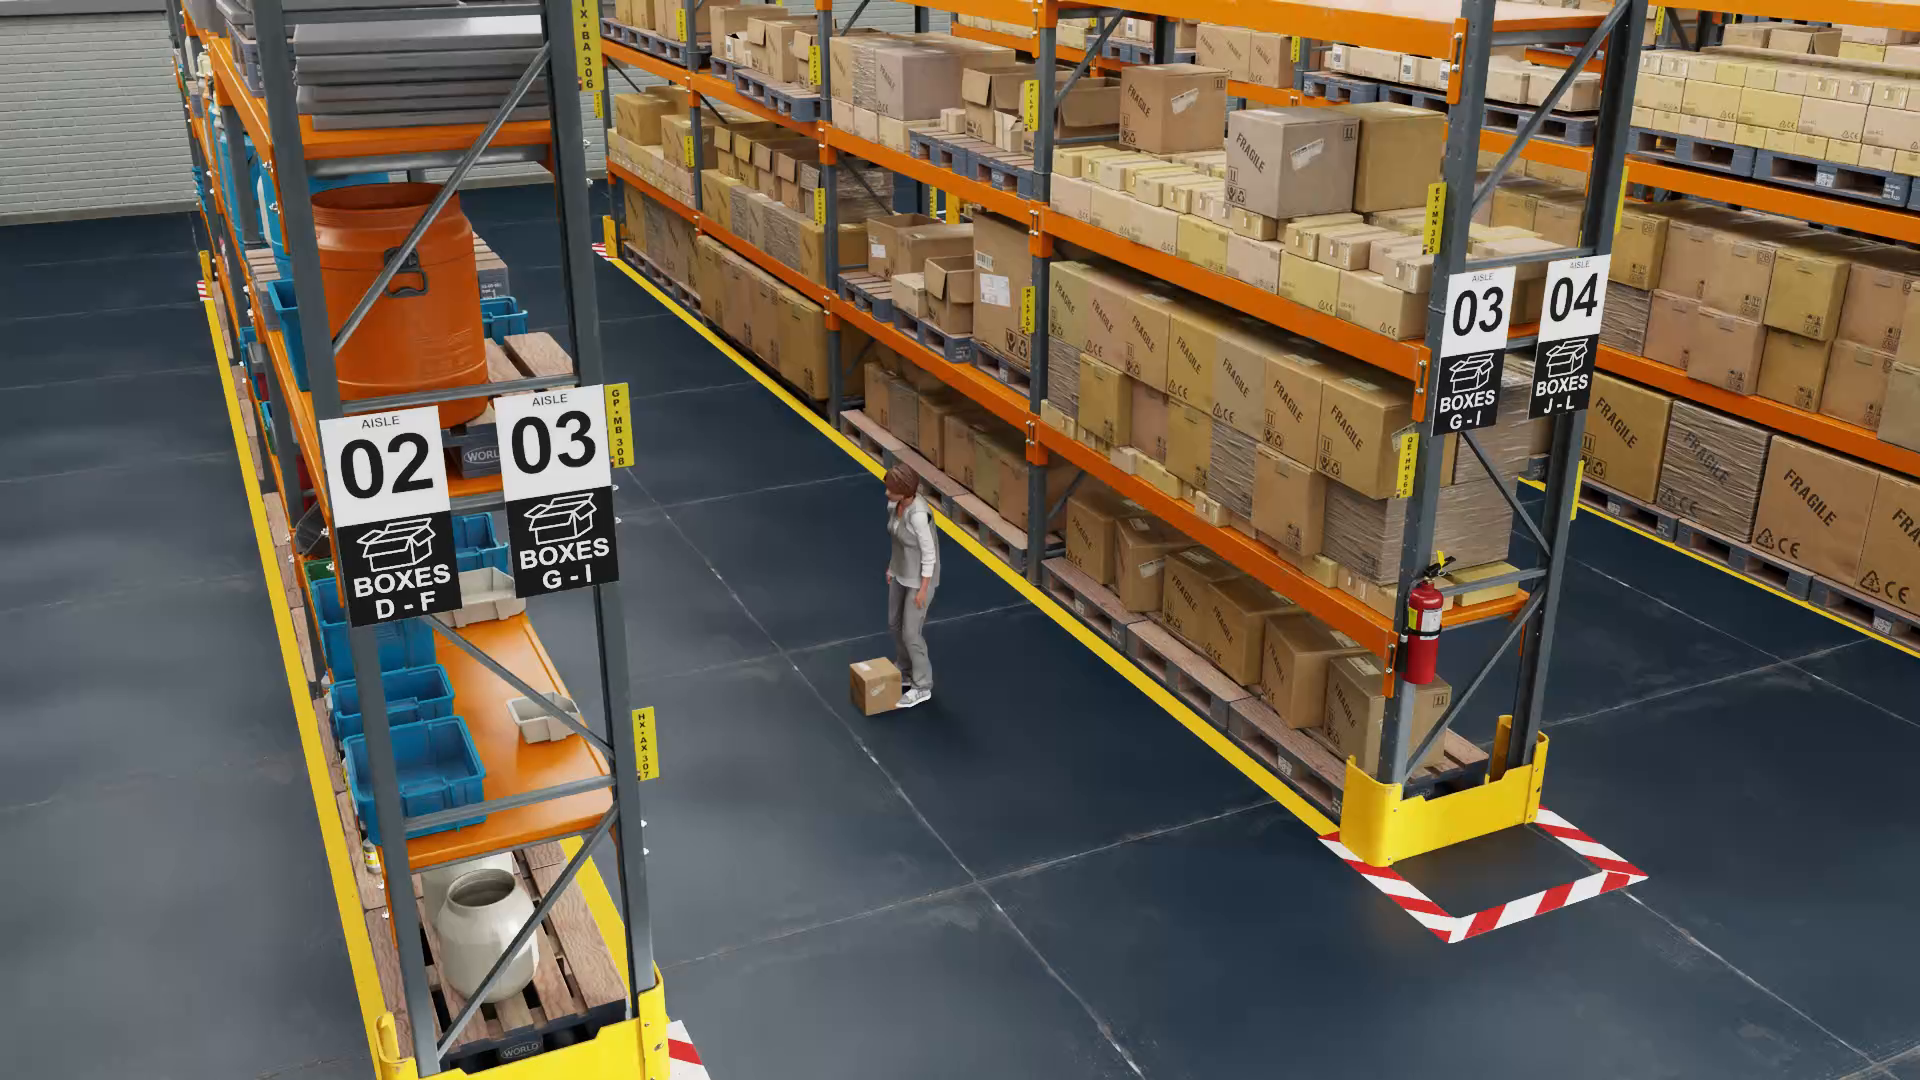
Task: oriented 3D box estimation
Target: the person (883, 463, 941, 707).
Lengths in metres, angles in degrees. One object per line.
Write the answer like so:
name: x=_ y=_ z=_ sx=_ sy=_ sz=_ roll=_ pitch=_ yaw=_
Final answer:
person: x=-4.270 y=-5.183 z=17.759 sx=24.293 sy=6.000 sz=19.901 roll=-12 pitch=25 yaw=-27
